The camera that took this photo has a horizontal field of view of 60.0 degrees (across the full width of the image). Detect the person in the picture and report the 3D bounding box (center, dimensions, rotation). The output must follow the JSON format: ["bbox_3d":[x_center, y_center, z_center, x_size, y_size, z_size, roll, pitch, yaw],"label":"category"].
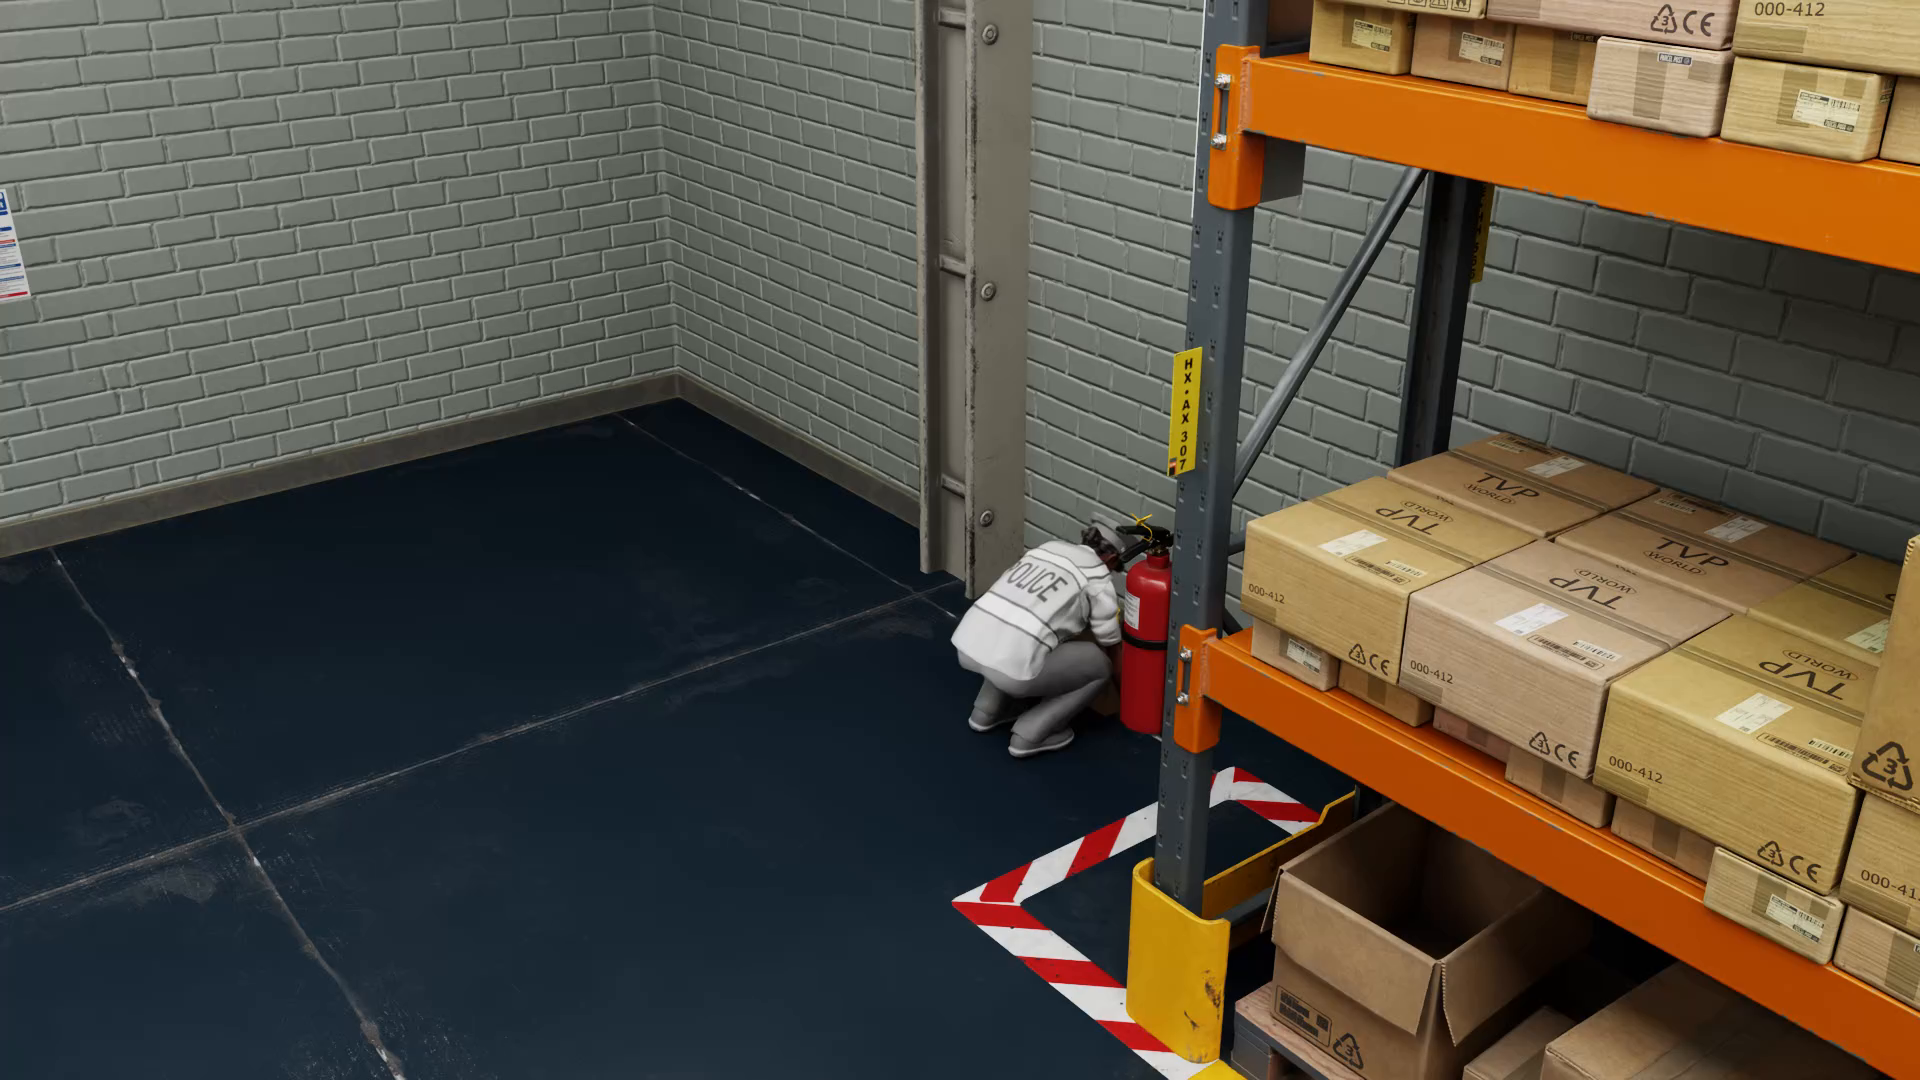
[{"bbox_3d":[0.369,0.379,6.417,0.896,0.851,0.475,-19,31,-35],"label":"person"}]
